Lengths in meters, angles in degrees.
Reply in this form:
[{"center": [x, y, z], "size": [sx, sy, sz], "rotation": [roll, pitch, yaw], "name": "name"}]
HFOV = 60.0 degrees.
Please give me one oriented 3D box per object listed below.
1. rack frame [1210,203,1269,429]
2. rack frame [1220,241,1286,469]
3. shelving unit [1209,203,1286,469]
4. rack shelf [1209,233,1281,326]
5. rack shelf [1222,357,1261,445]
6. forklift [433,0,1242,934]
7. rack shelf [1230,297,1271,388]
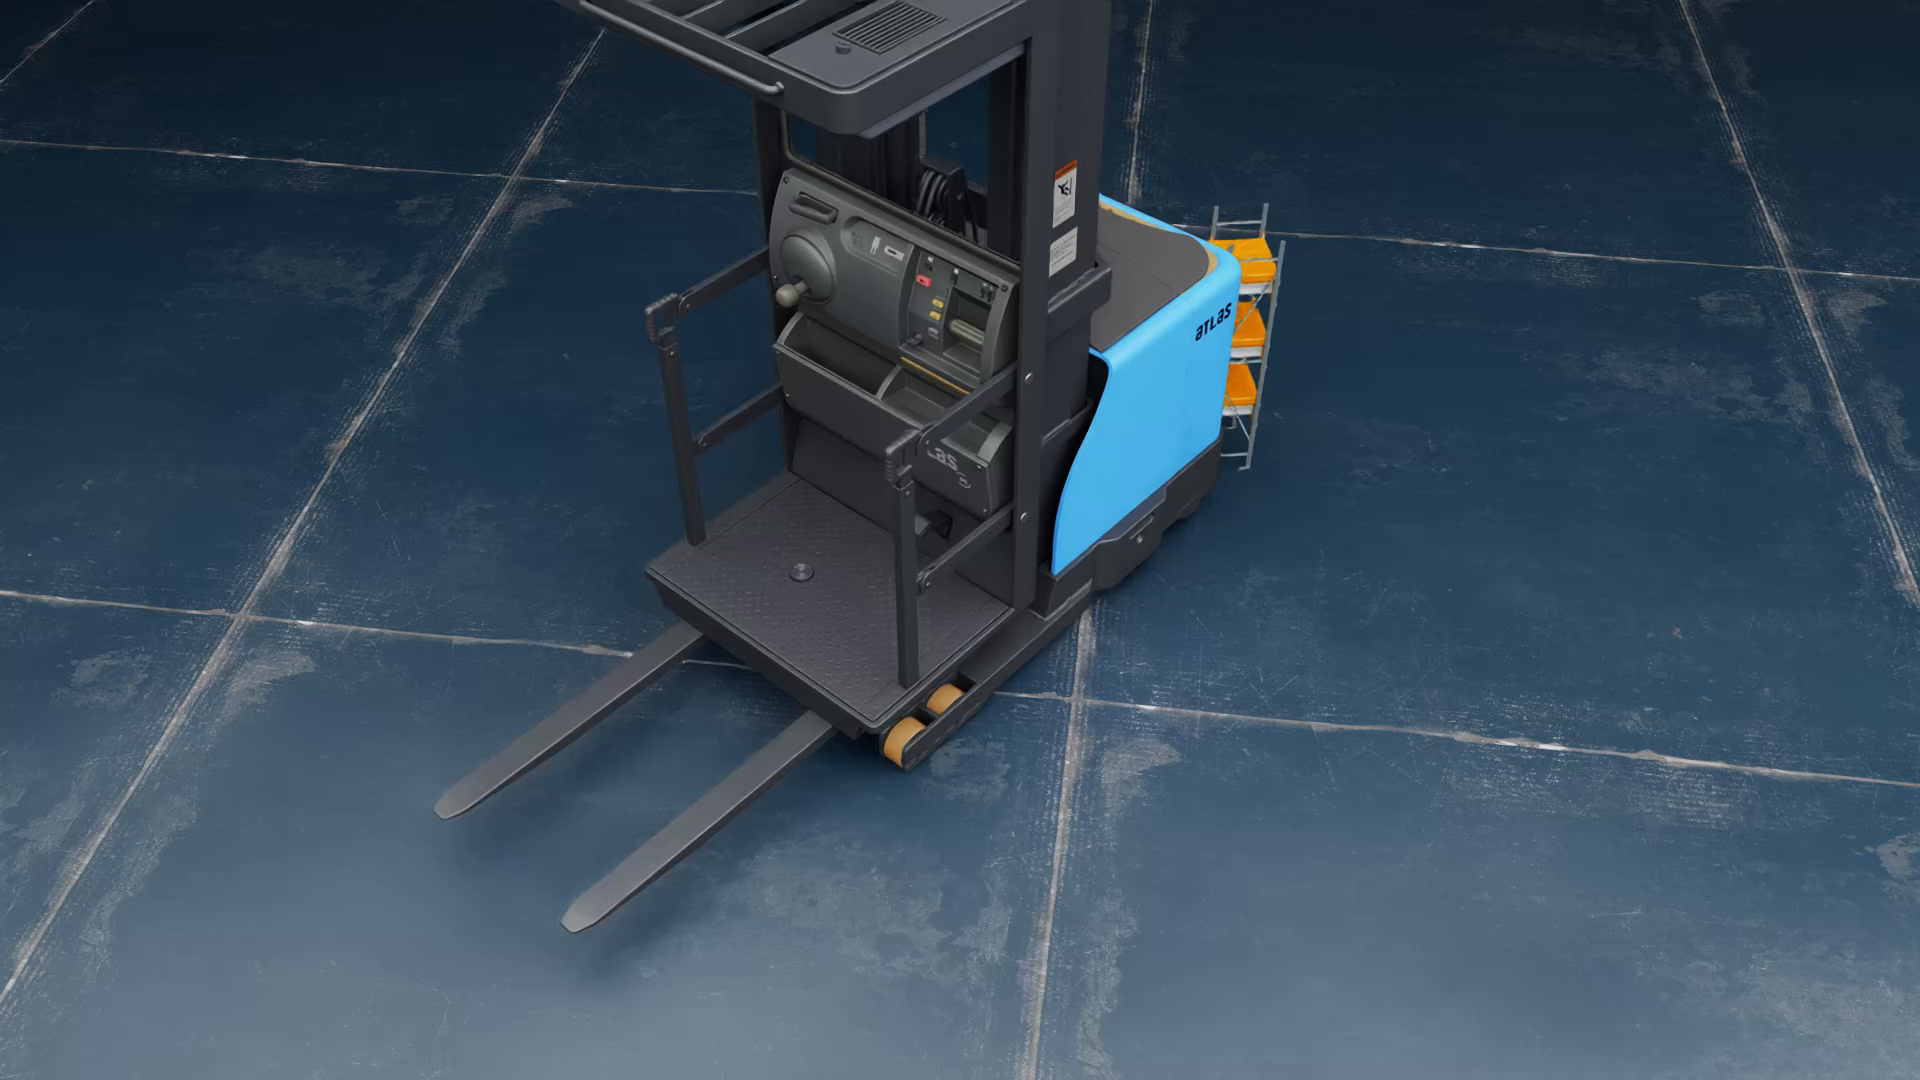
[{"center": [1.015, -0.826, 6.359], "size": [0.200, 1.050, 0.008], "rotation": [-4, 44, -5], "name": "rack frame"}, {"center": [1.041, -0.659, 6.183], "size": [0.200, 1.050, 0.008], "rotation": [-4, 44, -5], "name": "rack frame"}, {"center": [1.028, -0.743, 6.271], "size": [0.215, 1.050, 0.252], "rotation": [-4, 44, -5], "name": "shelving unit"}, {"center": [1.028, -0.941, 6.083], "size": [0.215, 0.259, 0.240], "rotation": [-4, 44, -5], "name": "rack shelf"}, {"center": [1.028, -0.533, 6.469], "size": [0.215, 0.259, 0.240], "rotation": [-4, 44, -5], "name": "rack shelf"}, {"center": [-0.360, -0.714, 4.872], "size": [1.130, 2.935, 3.031], "rotation": [31, 52, 29], "name": "forklift"}, {"center": [1.028, -0.735, 6.278], "size": [0.215, 0.259, 0.240], "rotation": [-4, 44, -5], "name": "rack shelf"}]
